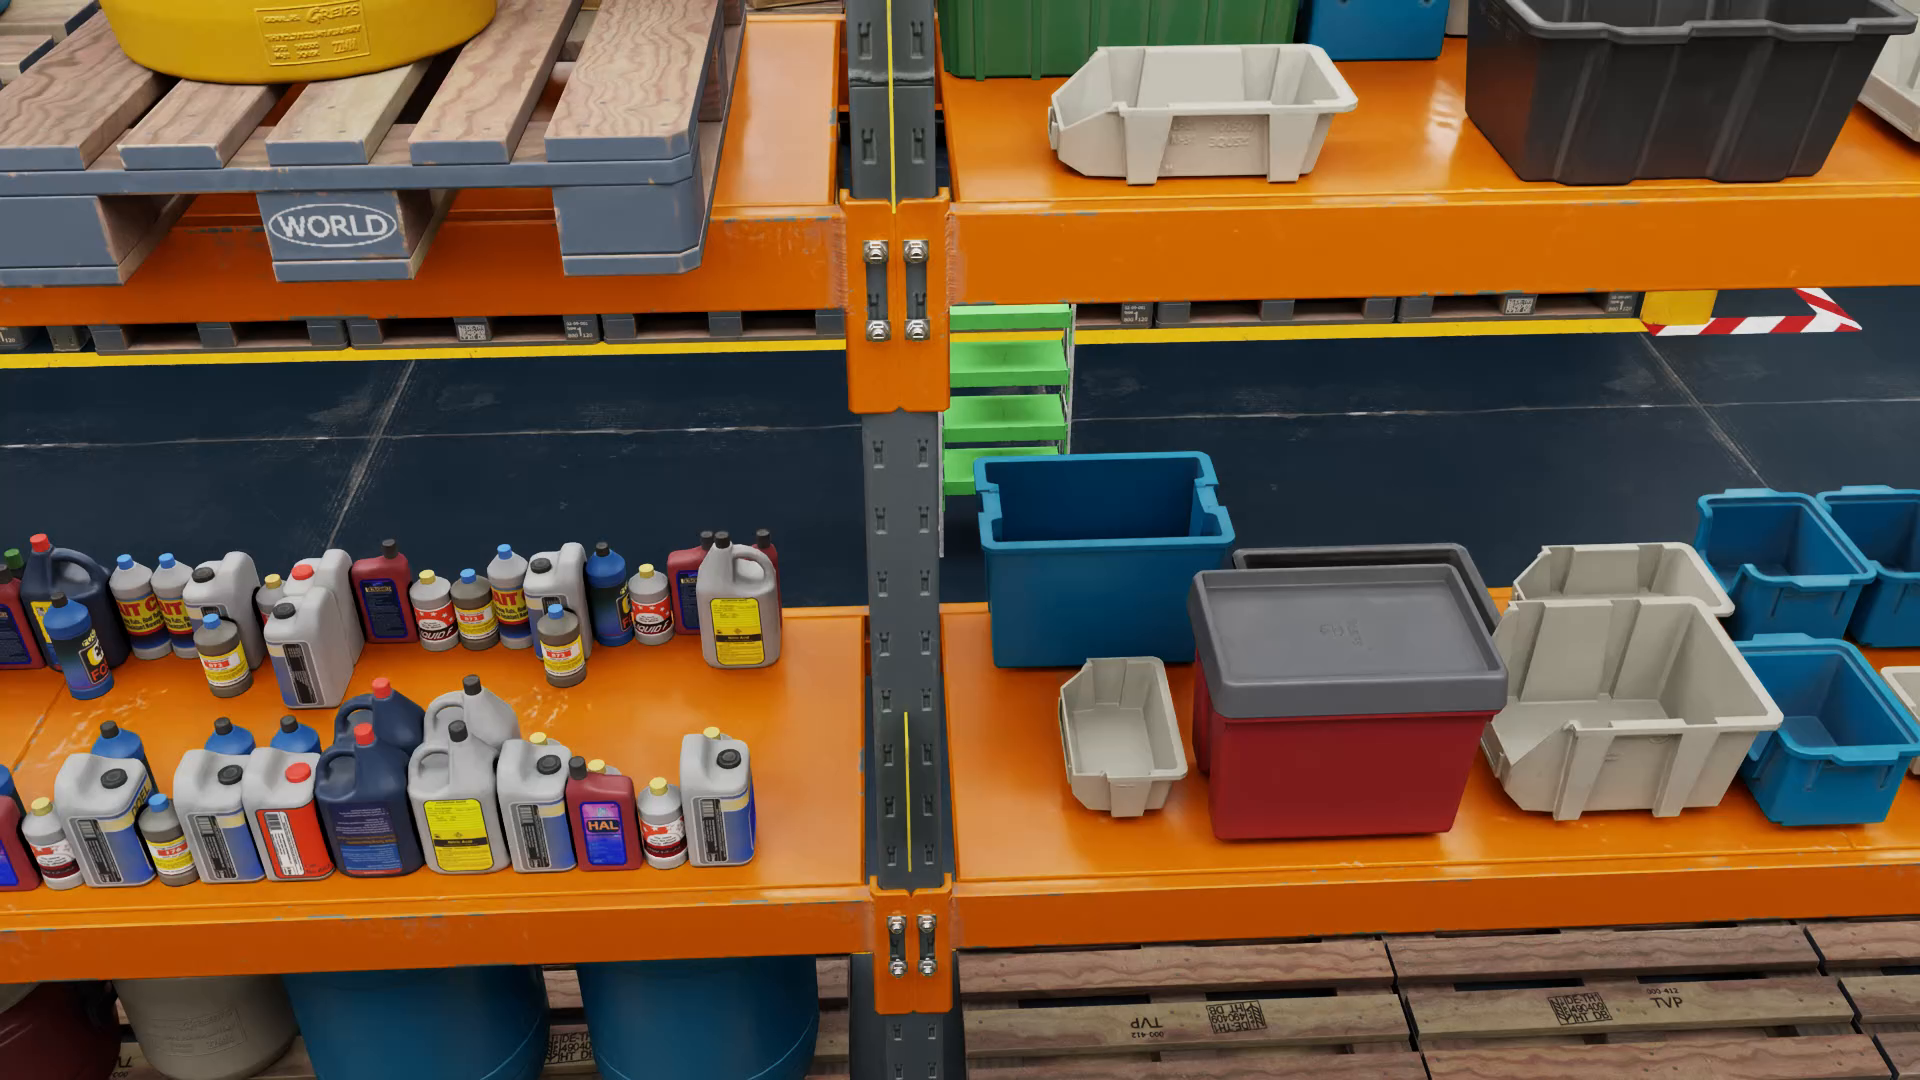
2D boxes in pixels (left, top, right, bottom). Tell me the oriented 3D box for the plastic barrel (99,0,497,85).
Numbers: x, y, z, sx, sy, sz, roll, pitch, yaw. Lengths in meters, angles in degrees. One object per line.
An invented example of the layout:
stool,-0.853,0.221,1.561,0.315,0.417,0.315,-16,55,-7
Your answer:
plastic barrel,-1.026,-1.059,2.475,0.600,0.588,0.600,0,35,0

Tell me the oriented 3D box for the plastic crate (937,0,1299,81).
plastic crate,0.285,-1.045,3.175,0.662,0.188,0.450,-2,35,-2

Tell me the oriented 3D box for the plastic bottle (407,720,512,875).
plastic bottle,-1.026,0.515,3.413,0.185,0.351,0.144,-2,35,-2

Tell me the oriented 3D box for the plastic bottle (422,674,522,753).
plastic bottle,-1.033,0.433,3.531,0.185,0.351,0.144,-2,35,-2

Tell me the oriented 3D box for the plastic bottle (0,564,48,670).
plastic bottle,-2.273,0.182,3.954,0.133,0.283,0.061,-2,35,-2

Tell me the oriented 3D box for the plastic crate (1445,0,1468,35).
plastic crate,1.129,-1.092,3.287,0.466,0.136,0.293,-2,35,-2

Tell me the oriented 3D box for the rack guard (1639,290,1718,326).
rack guard,3.565,-1.610,8.636,0.348,0.500,1.175,-2,35,-2

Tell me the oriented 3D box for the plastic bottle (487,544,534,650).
plastic bottle,-1.087,0.130,4.039,0.097,0.271,0.097,0,35,0

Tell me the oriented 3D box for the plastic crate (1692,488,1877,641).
plastic crate,1.995,0.084,4.088,0.300,0.233,0.416,-2,35,-2

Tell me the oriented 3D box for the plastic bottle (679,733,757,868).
plastic bottle,-0.502,0.529,3.458,0.135,0.276,0.152,-2,35,-2

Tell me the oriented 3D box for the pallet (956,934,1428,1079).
pallet,0.609,1.389,4.558,1.213,0.211,1.003,-2,35,-2

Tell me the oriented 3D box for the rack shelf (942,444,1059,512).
rack shelf,0.165,-0.248,6.588,0.480,0.148,0.258,-2,35,-2

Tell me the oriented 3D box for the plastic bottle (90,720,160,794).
plastic bottle,-1.761,0.494,3.513,0.097,0.271,0.097,0,35,0

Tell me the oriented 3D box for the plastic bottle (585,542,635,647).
plastic bottle,-0.855,0.124,4.048,0.097,0.271,0.097,0,35,0

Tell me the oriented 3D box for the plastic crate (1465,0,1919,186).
plastic crate,1.130,-0.773,2.710,0.590,0.269,0.497,-2,35,-2

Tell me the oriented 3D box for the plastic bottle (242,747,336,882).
plastic bottle,-1.371,0.553,3.424,0.135,0.276,0.152,-2,35,-2

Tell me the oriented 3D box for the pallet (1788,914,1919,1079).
pallet,3.046,1.323,4.653,1.213,0.211,1.003,-2,35,-2

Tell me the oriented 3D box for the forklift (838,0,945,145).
forklift,-0.627,-3.944,9.873,3.031,2.935,1.130,0,35,0

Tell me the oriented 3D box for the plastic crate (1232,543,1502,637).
plastic crate,0.982,0.190,4.029,0.590,0.125,0.437,-2,35,-2

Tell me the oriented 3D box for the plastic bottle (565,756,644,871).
plastic bottle,-0.731,0.559,3.409,0.133,0.283,0.061,-2,35,-2

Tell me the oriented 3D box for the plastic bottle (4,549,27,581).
plastic bottle,-2.276,0.147,4.004,0.133,0.283,0.061,-2,35,-2

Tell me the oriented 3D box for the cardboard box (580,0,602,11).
cardboard box,-1.522,-2.805,7.711,0.500,0.500,0.700,4,35,5

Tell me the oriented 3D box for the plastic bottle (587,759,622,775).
plastic bottle,-0.753,0.548,3.497,0.097,0.201,0.097,0,35,0

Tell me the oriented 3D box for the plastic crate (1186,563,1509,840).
plastic crate,0.780,0.352,3.497,0.583,0.464,0.402,-2,35,-2

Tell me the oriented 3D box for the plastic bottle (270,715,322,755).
plastic bottle,-1.395,0.484,3.527,0.097,0.271,0.097,0,35,0

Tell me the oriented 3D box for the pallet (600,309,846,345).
pallet,-1.165,-1.342,8.503,1.213,0.211,1.003,-2,35,-2

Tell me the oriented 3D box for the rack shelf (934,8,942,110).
rack shelf,1.643,-2.290,8.055,4.000,0.370,1.077,-2,35,-2

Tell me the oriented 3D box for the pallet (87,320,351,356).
pallet,-3.602,-1.276,8.408,1.213,0.211,1.003,-2,35,-2

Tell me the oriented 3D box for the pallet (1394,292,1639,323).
pallet,2.769,-1.469,8.687,1.213,0.211,1.003,-2,35,-2

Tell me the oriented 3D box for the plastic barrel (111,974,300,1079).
plastic barrel,-1.943,1.123,4.309,0.421,0.512,0.421,0,35,0

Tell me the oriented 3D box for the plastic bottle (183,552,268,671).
plastic bottle,-1.761,0.162,3.989,0.135,0.276,0.152,-2,35,-2

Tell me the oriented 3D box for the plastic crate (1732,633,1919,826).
plastic crate,1.833,0.422,3.599,0.300,0.233,0.416,-2,35,-2

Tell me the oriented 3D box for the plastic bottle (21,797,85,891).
plastic bottle,-1.851,0.612,3.404,0.097,0.201,0.097,0,35,0

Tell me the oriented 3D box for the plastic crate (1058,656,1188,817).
plastic crate,0.348,0.437,3.662,0.243,0.136,0.396,-2,35,-2

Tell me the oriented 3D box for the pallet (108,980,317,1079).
pallet,-2.118,1.462,4.451,1.213,0.211,1.003,-2,35,-2

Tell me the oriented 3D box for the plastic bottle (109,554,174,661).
plastic bottle,-1.975,0.154,4.004,0.097,0.271,0.097,0,35,0

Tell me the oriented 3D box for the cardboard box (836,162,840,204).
cardboard box,-0.834,-1.508,8.104,0.500,0.500,0.500,-2,35,-2

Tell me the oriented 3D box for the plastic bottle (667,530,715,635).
plastic bottle,-0.643,0.103,4.068,0.133,0.283,0.061,-2,35,-2

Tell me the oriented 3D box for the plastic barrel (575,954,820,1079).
plastic barrel,-0.668,0.979,4.174,0.708,0.901,0.600,-2,35,-2

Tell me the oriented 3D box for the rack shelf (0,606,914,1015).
rack shelf,-2.121,0.634,3.830,4.000,0.370,1.077,-2,35,-2

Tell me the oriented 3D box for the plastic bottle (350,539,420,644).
plastic bottle,-1.397,0.123,4.038,0.133,0.283,0.061,-2,35,-2

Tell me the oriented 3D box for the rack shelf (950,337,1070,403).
rack shelf,0.165,-0.643,6.315,0.480,0.148,0.258,-2,35,-2

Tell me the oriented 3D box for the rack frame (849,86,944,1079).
rack frame,-0.124,0.284,3.704,0.127,3.000,1.000,-2,35,-2

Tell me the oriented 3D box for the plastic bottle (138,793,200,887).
plastic bottle,-1.620,0.606,3.413,0.097,0.201,0.097,0,35,0

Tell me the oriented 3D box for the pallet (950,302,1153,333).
pallet,0.332,-1.403,8.592,1.213,0.211,1.003,-2,35,-2

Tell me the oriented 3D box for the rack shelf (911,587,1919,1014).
rack shelf,1.874,0.526,3.986,4.000,0.370,1.077,-2,35,-2

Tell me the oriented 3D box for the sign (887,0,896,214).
sign,-0.099,-0.640,2.396,0.005,0.325,0.100,-2,35,-2

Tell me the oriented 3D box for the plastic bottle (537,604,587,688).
plastic bottle,-0.945,0.242,3.939,0.097,0.201,0.097,0,35,0

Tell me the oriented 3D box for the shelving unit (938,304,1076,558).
shelving unit,0.165,-0.498,6.415,0.503,1.200,0.258,-2,35,-2

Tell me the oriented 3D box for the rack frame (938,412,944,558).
rack frame,-0.078,-0.491,6.405,0.015,1.200,0.240,-2,35,-2

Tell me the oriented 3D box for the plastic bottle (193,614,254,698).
plastic bottle,-1.736,0.263,3.908,0.097,0.201,0.097,0,35,0

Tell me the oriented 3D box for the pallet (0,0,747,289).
pallet,-0.902,-0.795,2.793,1.003,0.211,1.213,-2,35,-2

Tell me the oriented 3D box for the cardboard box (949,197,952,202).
cardboard box,0.075,-1.495,8.251,0.500,0.311,0.500,-2,35,-2

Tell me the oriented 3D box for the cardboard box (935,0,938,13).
cardboard box,0.133,-2.732,7.974,0.500,0.500,0.500,-1,35,-1

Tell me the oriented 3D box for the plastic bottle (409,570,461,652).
plastic bottle,-1.281,0.164,4.051,0.097,0.201,0.097,0,35,0
